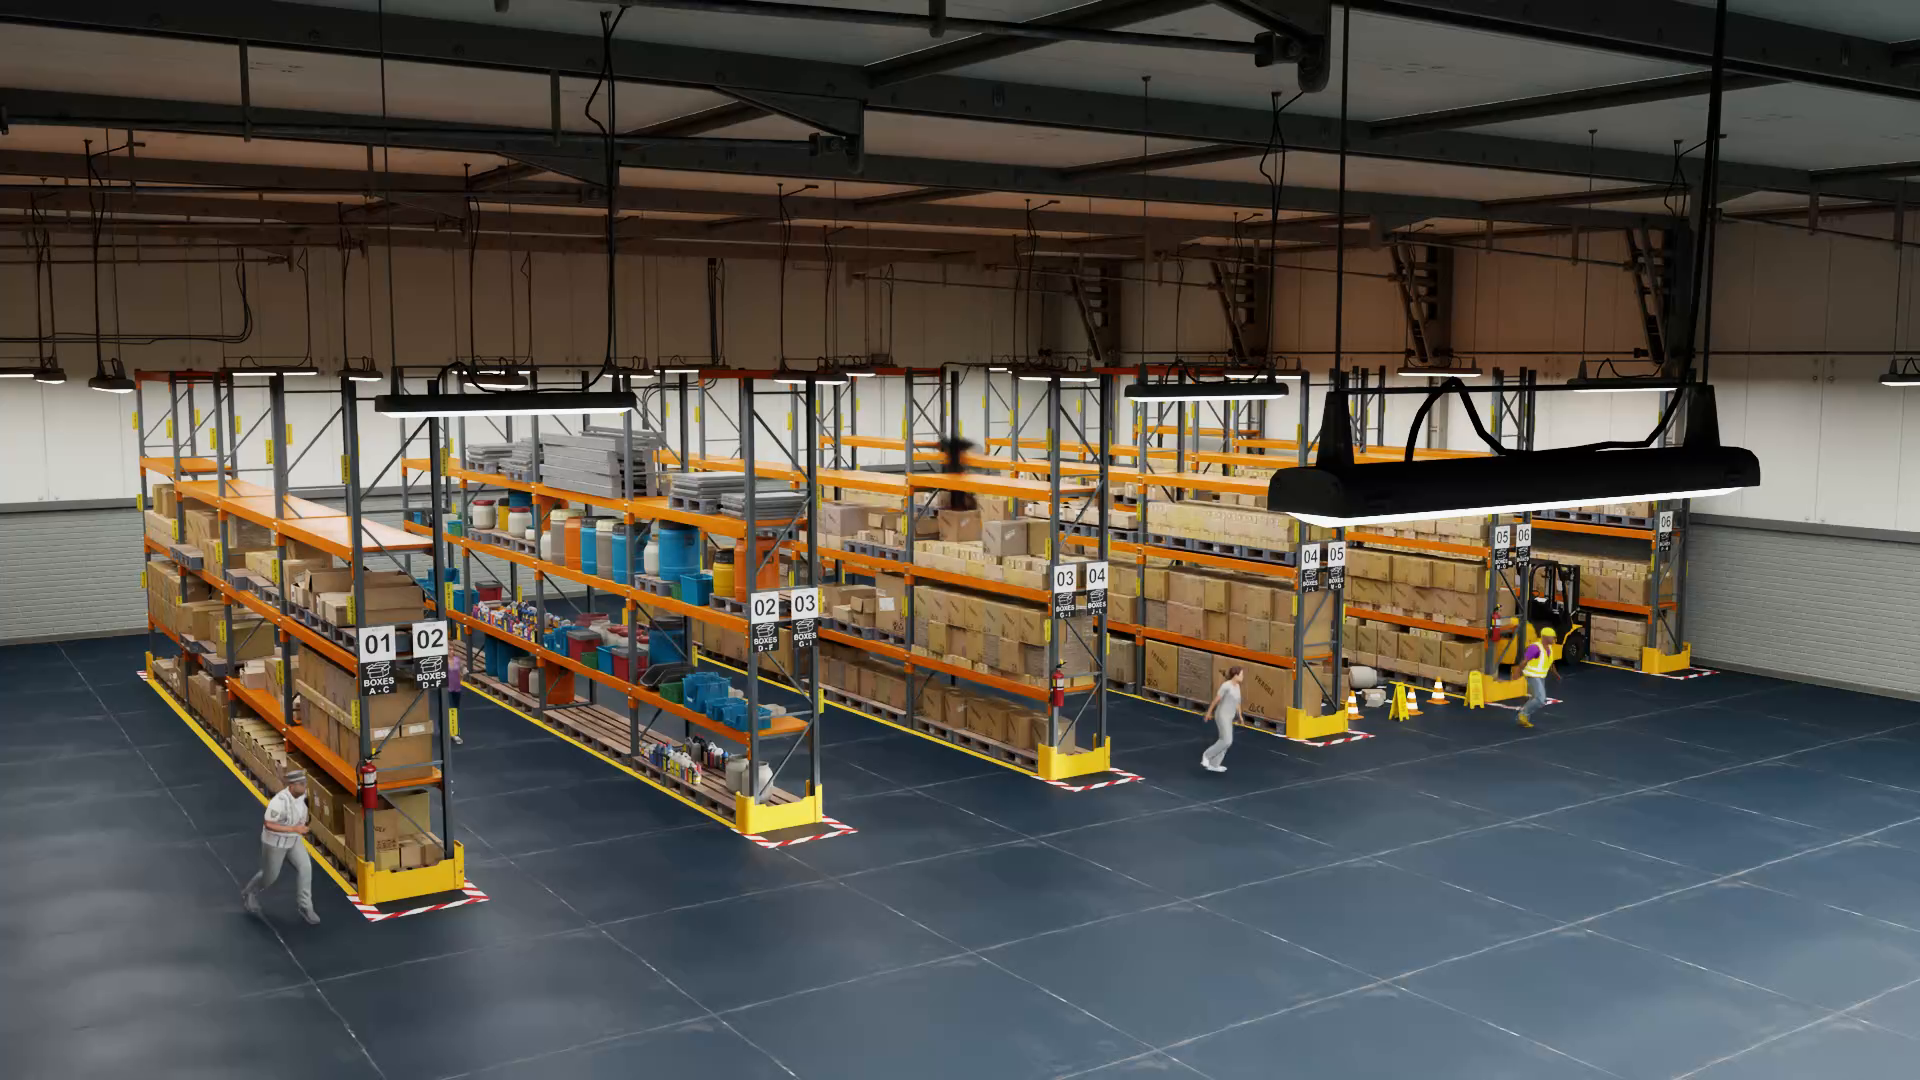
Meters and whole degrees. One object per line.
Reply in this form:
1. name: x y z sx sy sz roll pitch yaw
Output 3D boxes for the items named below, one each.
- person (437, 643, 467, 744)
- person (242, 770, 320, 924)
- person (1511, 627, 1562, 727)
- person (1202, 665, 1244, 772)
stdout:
1. person: -8.310 2.461 27.092 0.543 1.591 0.888 -6 9 -41
2. person: -7.617 3.399 18.612 1.051 1.746 0.691 2 7 20
3. person: 9.741 2.316 28.051 0.655 1.721 0.700 6 9 43
4. person: 3.969 2.700 25.142 0.547 1.619 0.619 4 8 34
